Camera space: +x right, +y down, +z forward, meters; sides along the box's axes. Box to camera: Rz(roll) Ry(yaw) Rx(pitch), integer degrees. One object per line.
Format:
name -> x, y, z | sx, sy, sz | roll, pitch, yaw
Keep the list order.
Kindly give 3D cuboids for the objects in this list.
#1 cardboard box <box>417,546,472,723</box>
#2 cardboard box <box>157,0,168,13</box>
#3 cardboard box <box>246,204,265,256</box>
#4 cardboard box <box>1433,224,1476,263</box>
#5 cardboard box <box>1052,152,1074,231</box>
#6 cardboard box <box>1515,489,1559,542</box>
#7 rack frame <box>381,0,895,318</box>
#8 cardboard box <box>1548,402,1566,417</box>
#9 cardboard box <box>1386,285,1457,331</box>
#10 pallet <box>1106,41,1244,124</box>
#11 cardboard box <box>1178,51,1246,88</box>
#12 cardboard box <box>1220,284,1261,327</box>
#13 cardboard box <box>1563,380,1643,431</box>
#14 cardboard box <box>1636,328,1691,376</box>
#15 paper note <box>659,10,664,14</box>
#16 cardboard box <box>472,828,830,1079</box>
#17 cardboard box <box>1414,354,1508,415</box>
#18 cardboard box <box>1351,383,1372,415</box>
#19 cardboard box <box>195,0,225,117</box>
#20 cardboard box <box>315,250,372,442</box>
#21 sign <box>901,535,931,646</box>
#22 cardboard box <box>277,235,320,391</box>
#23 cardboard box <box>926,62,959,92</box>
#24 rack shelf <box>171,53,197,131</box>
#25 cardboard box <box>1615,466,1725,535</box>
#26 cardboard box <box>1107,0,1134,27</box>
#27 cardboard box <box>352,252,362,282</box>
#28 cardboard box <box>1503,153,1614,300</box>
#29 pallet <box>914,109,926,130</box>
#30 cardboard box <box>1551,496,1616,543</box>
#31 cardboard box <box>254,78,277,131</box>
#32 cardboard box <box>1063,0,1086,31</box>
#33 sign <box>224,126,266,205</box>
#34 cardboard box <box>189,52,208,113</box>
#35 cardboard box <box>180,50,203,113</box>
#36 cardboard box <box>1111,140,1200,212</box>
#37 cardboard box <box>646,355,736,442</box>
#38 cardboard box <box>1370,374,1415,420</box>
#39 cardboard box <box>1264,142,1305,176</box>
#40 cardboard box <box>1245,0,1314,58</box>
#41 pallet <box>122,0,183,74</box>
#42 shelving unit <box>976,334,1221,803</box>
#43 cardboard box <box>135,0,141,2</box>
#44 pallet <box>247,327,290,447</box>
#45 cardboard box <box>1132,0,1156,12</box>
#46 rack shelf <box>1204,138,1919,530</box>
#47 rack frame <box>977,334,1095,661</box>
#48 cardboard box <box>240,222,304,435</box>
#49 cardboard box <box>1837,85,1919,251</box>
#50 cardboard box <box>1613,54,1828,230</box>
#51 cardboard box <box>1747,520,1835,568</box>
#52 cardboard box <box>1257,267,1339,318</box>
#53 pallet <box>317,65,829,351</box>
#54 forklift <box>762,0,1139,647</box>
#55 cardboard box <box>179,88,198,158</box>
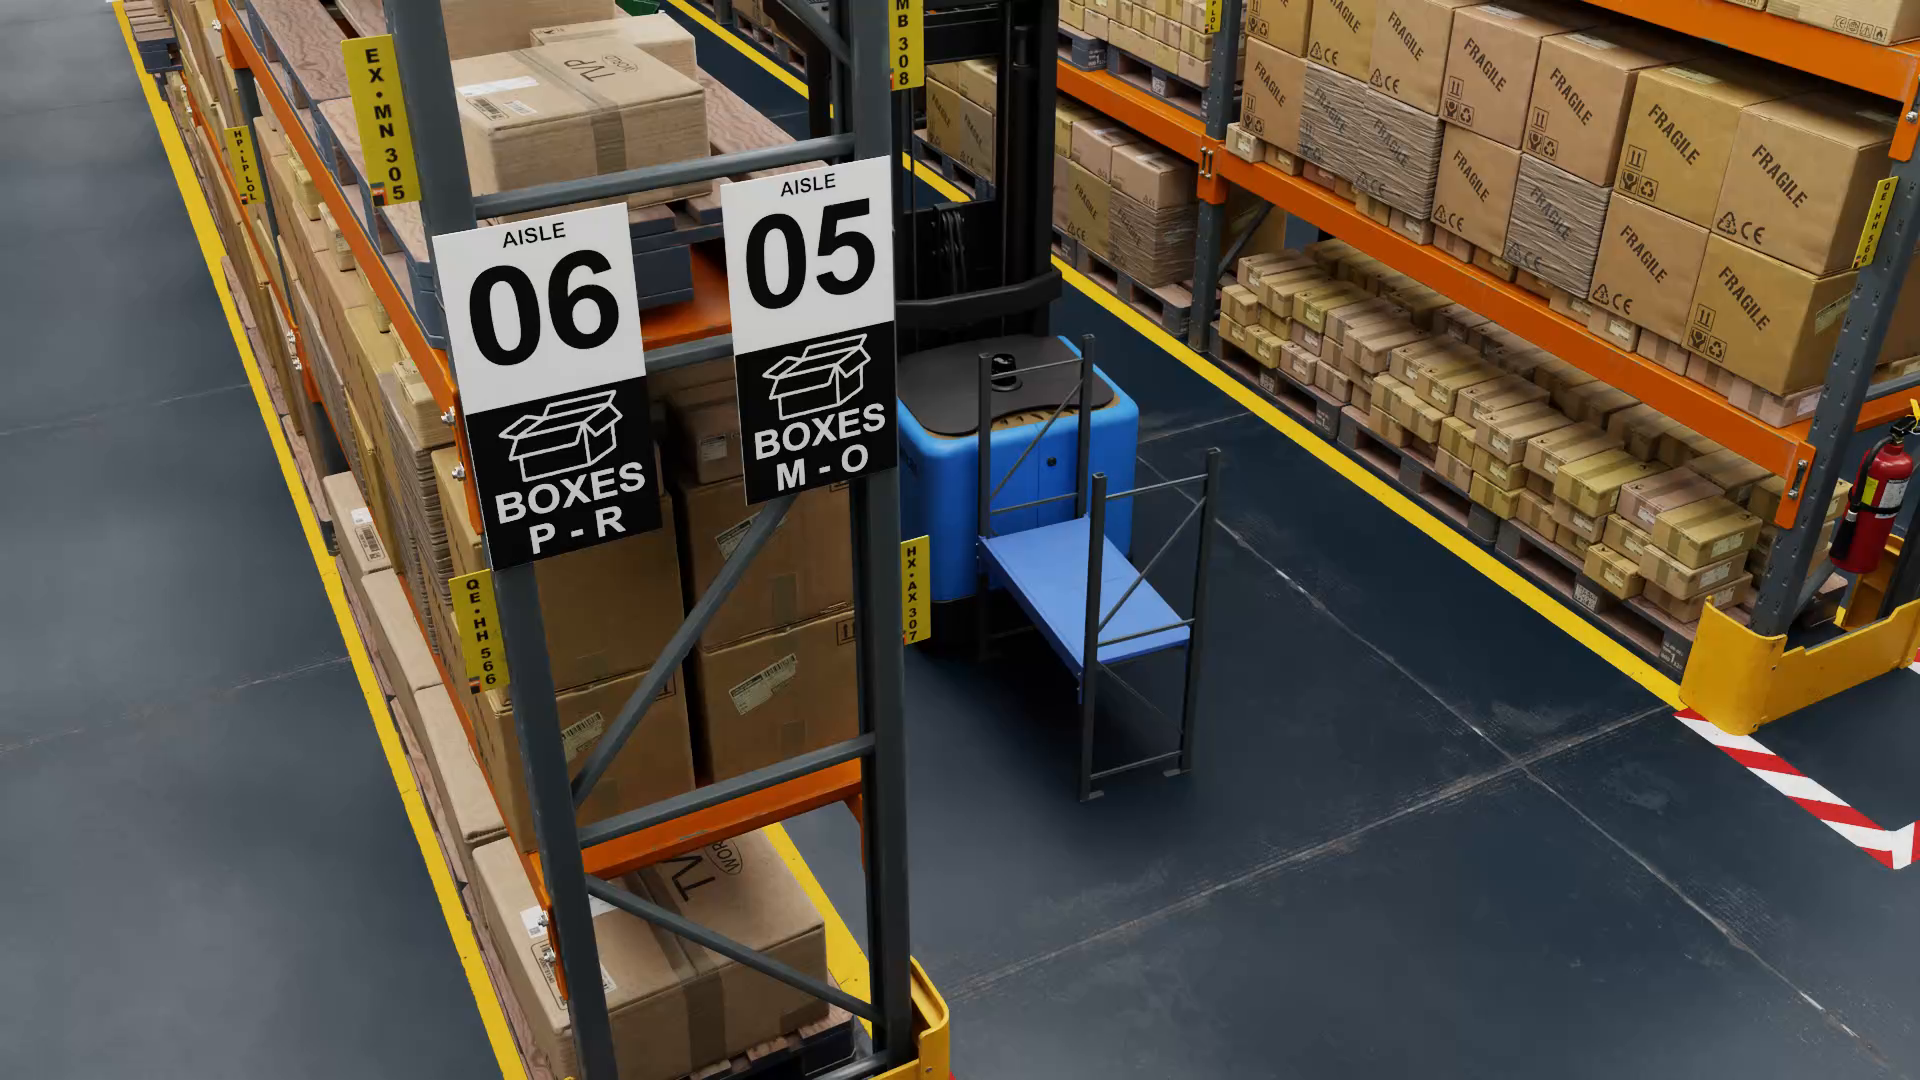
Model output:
cardboard box -> -1.298, 0.223, 5.029 | 0.500, 0.500, 0.500 | -17, 36, -24
cardboard box -> -4.806, -3.637, 10.389 | 0.500, 0.500, 0.500 | -17, 36, -24
cardboard box -> -3.152, -1.568, 8.056 | 0.500, 0.250, 0.500 | -16, 36, -24
cardboard box -> 2.514, -1.475, 8.004 | 0.380, 0.149, 0.250 | -14, 35, -21
cardboard box -> 0.806, -2.436, 11.199 | 0.500, 0.500, 0.500 | -17, 36, -24
cardboard box -> 2.901, -0.156, 7.967 | 0.380, 0.149, 0.250 | -15, 36, -23
rack frame -> -0.618, -1.854, 2.803 | 1.000, 3.000, 0.127 | -16, 36, -23
cardboard box -> 3.032, -0.649, 8.460 | 0.380, 0.149, 0.250 | -14, 35, -21
cardboard box -> 2.573, -1.281, 9.170 | 0.380, 0.149, 0.250 | -15, 35, -22
pallet -> 1.621, -2.851, 10.097 | 1.003, 0.211, 1.213 | -16, 36, -23
cardboard box -> 1.488, -2.741, 9.592 | 0.380, 0.149, 0.250 | -17, 36, -24
cardboard box -> 1.735, -1.379, 9.599 | 0.380, 0.149, 0.250 | -14, 35, -21
cardboard box -> 3.221, -0.670, 8.217 | 0.380, 0.149, 0.250 | -14, 35, -21
cardboard box -> 3.099, -0.844, 7.020 | 0.380, 0.149, 0.250 | -16, 36, -24
paper note -> -2.996, -5.192, 16.325 | 0.142, 0.020, 0.147 | 12, 35, 19
cardboard box -> -1.015, 1.284, 5.451 | 0.875, 0.438, 0.875 | -17, 36, -25
cardboard box -> 2.532, -0.789, 8.403 | 0.380, 0.149, 0.250 | -16, 36, -23
cardboard box -> 2.339, -0.792, 8.959 | 0.380, 0.149, 0.250 | -17, 37, -25
cardboard box -> -3.381, -2.342, 8.106 | 0.500, 0.500, 0.500 | -15, 35, -22
cardboard box -> -1.784, -0.681, 5.513 | 0.500, 0.500, 0.500 | -16, 36, -23
sign -> -0.125, 0.137, 4.380 | 0.100, 0.325, 0.005 | -16, 36, -23
cardboard box -> -2.496, -0.990, 6.921 | 0.500, 0.500, 0.500 | -15, 35, -22
cardboard box -> 0.091, -3.490, 12.149 | 0.500, 0.250, 0.500 | -18, 37, -25
rack shelf -> -5.281, -3.798, 12.064 | 1.077, 0.370, 4.000 | -16, 36, -23
cardboard box -> 3.176, -0.172, 7.440 | 0.380, 0.149, 0.250 | -15, 36, -22
cardboard box -> 1.120, -3.241, 10.096 | 0.380, 0.149, 0.250 | -17, 36, -25
cardboard box -> -1.712, -0.911, 5.270 | 0.380, 0.149, 0.250 | -15, 35, -22
cardboard box -> 2.796, -1.425, 7.326 | 0.500, 0.500, 0.500 | -16, 36, -23
pallet -> -0.317, -3.661, 13.768 | 1.003, 0.211, 1.213 | -16, 36, -23
cardboard box -> 2.971, -0.151, 7.683 | 0.380, 0.149, 0.250 | -17, 37, -25
cardboard box -> -2.566, -1.758, 6.592 | 0.380, 0.149, 0.250 | -16, 36, -24
cardboard box -> 0.878, -3.362, 10.561 | 0.380, 0.149, 0.250 | -14, 35, -21
sign -> -2.959, -1.550, 6.889 | 0.100, 0.325, 0.005 | -16, 36, -23
cardboard box -> -3.869, -2.502, 9.050 | 0.500, 0.250, 0.500 | -16, 36, -23
cardboard box -> -4.343, -2.786, 9.957 | 0.500, 0.250, 0.500 | -17, 36, -24
cardboard box -> 1.278, -2.262, 10.234 | 0.500, 0.250, 0.500 | -17, 36, -24
cardboard box -> -0.724, -0.411, 4.490 | 0.380, 0.149, 0.250 | -15, 36, -22
cardboard box -> 2.370, -0.770, 8.649 | 0.380, 0.149, 0.250 | -16, 36, -23
cardboard box -> 1.877, -2.103, 8.984 | 0.380, 0.149, 0.250 | -15, 36, -22
cardboard box -> 1.843, -2.842, 8.611 | 0.500, 0.500, 0.500 | -15, 36, -22
pallet -> -4.775, -3.379, 10.921 | 1.213, 0.211, 1.003 | -16, 36, -23
shelving unit -> 0.506, 0.103, 6.698 | 0.538, 1.500, 1.048 | -13, 35, -19
cardboard box -> -6.727, -4.605, 14.121 | 0.500, 0.500, 0.500 | -16, 36, -24
pallet -> -3.483, -0.995, 9.608 | 1.003, 0.211, 1.213 | -16, 36, -23
cardboard box -> 1.244, -3.246, 9.829 | 0.380, 0.149, 0.250 | -17, 36, -25
rack shelf -> 2.781, -1.273, 8.124 | 1.077, 0.370, 4.000 | -16, 36, -23
rack frame -> 0.311, -0.150, 7.094 | 0.500, 1.500, 0.032 | -13, 35, -19
cardboard box -> -3.271, -1.224, 8.961 | 0.875, 0.875, 0.875 | -15, 36, -22
cardboard box -> 3.739, -1.491, 6.501 | 0.500, 0.500, 0.500 | -16, 36, -23
cardboard box -> 3.044, -1.608, 6.683 | 0.500, 0.500, 0.500 | -17, 36, -25
cardboard box -> 3.696, -0.038, 7.506 | 0.380, 0.149, 0.250 | -14, 35, -21
cardboard box -> 1.902, -1.395, 9.348 | 0.380, 0.149, 0.250 | -14, 35, -21
pallet -> -0.974, -0.906, 4.184 | 1.003, 0.211, 1.213 | -16, 36, -23
forklift -> -0.238, -1.545, 7.944 | 1.130, 2.935, 3.031 | -13, 35, -19
cardboard box -> -5.303, -3.202, 12.514 | 0.950, 0.372, 0.625 | -15, 35, -22
